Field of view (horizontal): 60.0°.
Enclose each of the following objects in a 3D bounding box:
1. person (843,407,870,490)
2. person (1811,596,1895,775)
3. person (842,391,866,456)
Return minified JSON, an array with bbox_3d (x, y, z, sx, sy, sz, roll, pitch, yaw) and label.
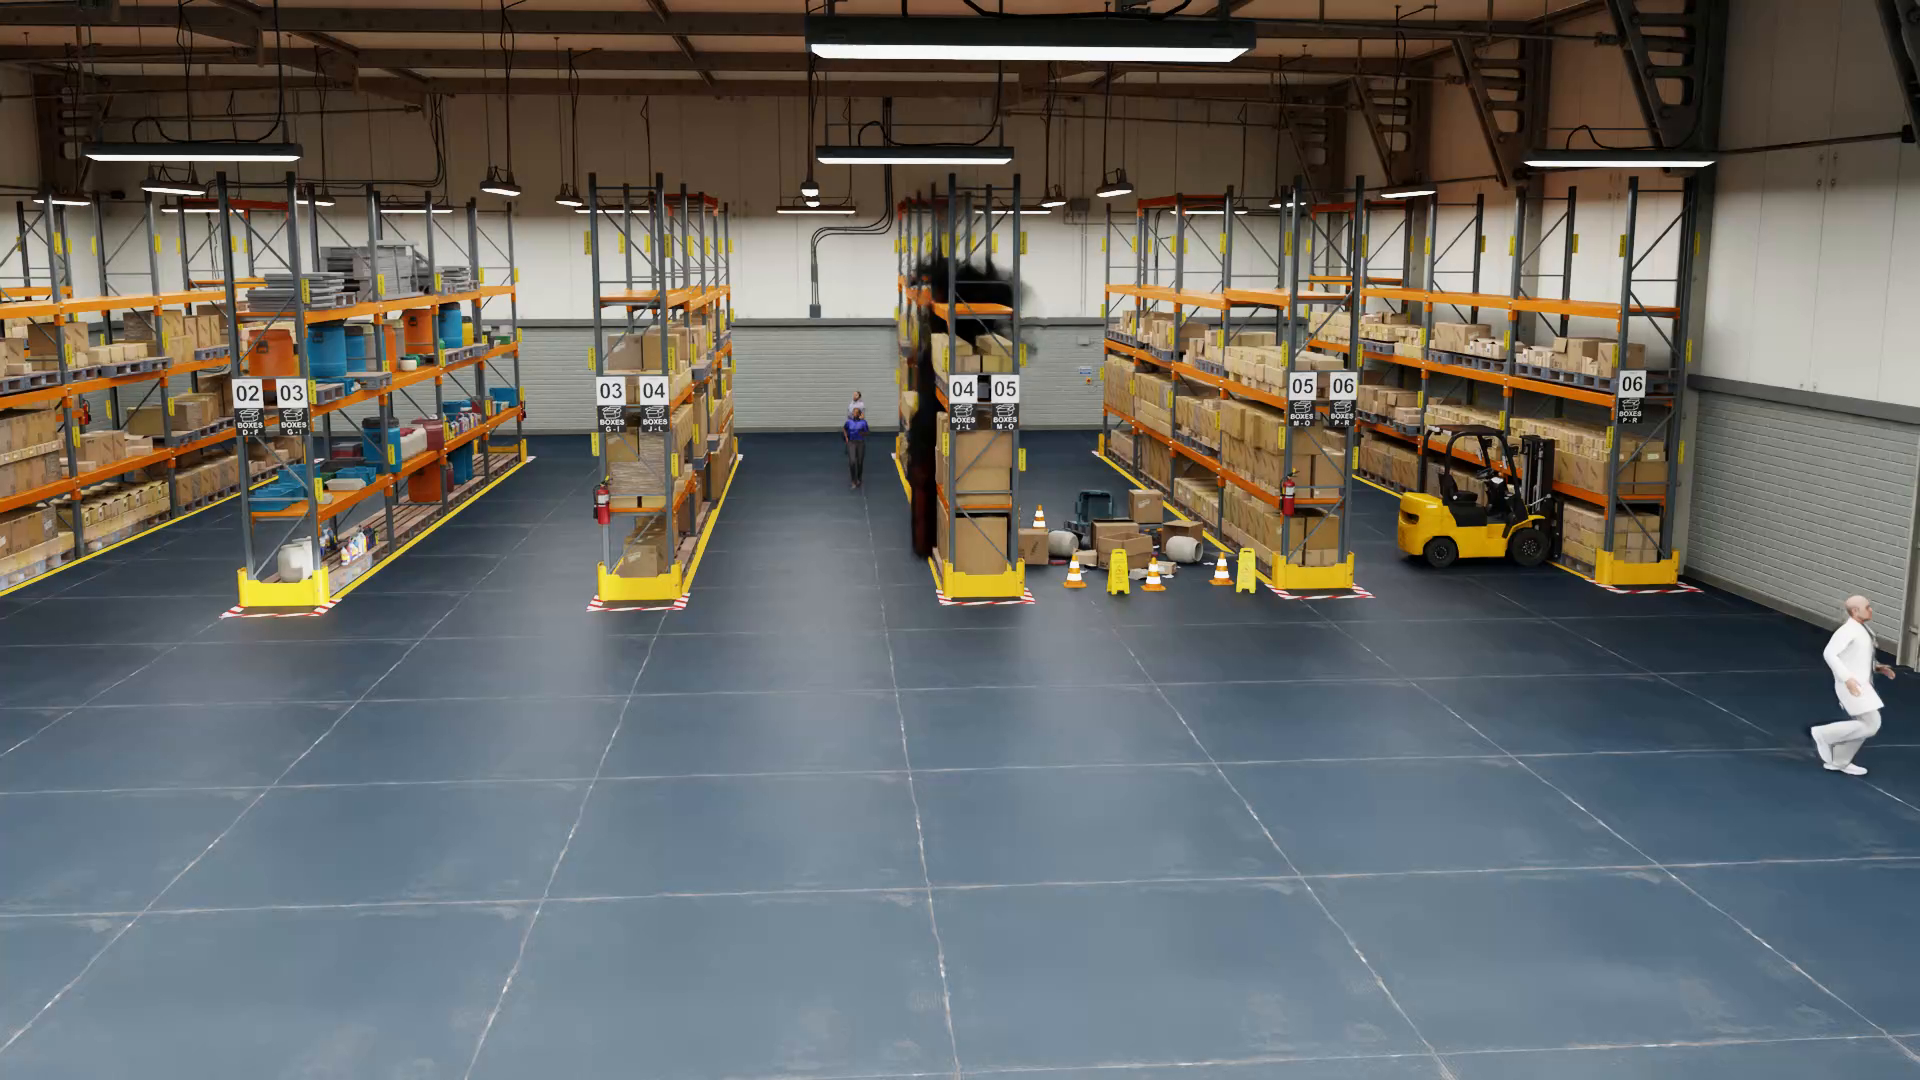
[{"bbox_3d":[-2.165,-1.921,34.822,0.559,1.711,0.704,-1,10,-6],"label":"person"},{"bbox_3d":[8.542,1.390,15.872,0.632,1.733,0.710,8,13,38],"label":"person"},{"bbox_3d":[-2.548,-2.783,39.848,0.660,1.596,0.550,7,12,35],"label":"person"}]
